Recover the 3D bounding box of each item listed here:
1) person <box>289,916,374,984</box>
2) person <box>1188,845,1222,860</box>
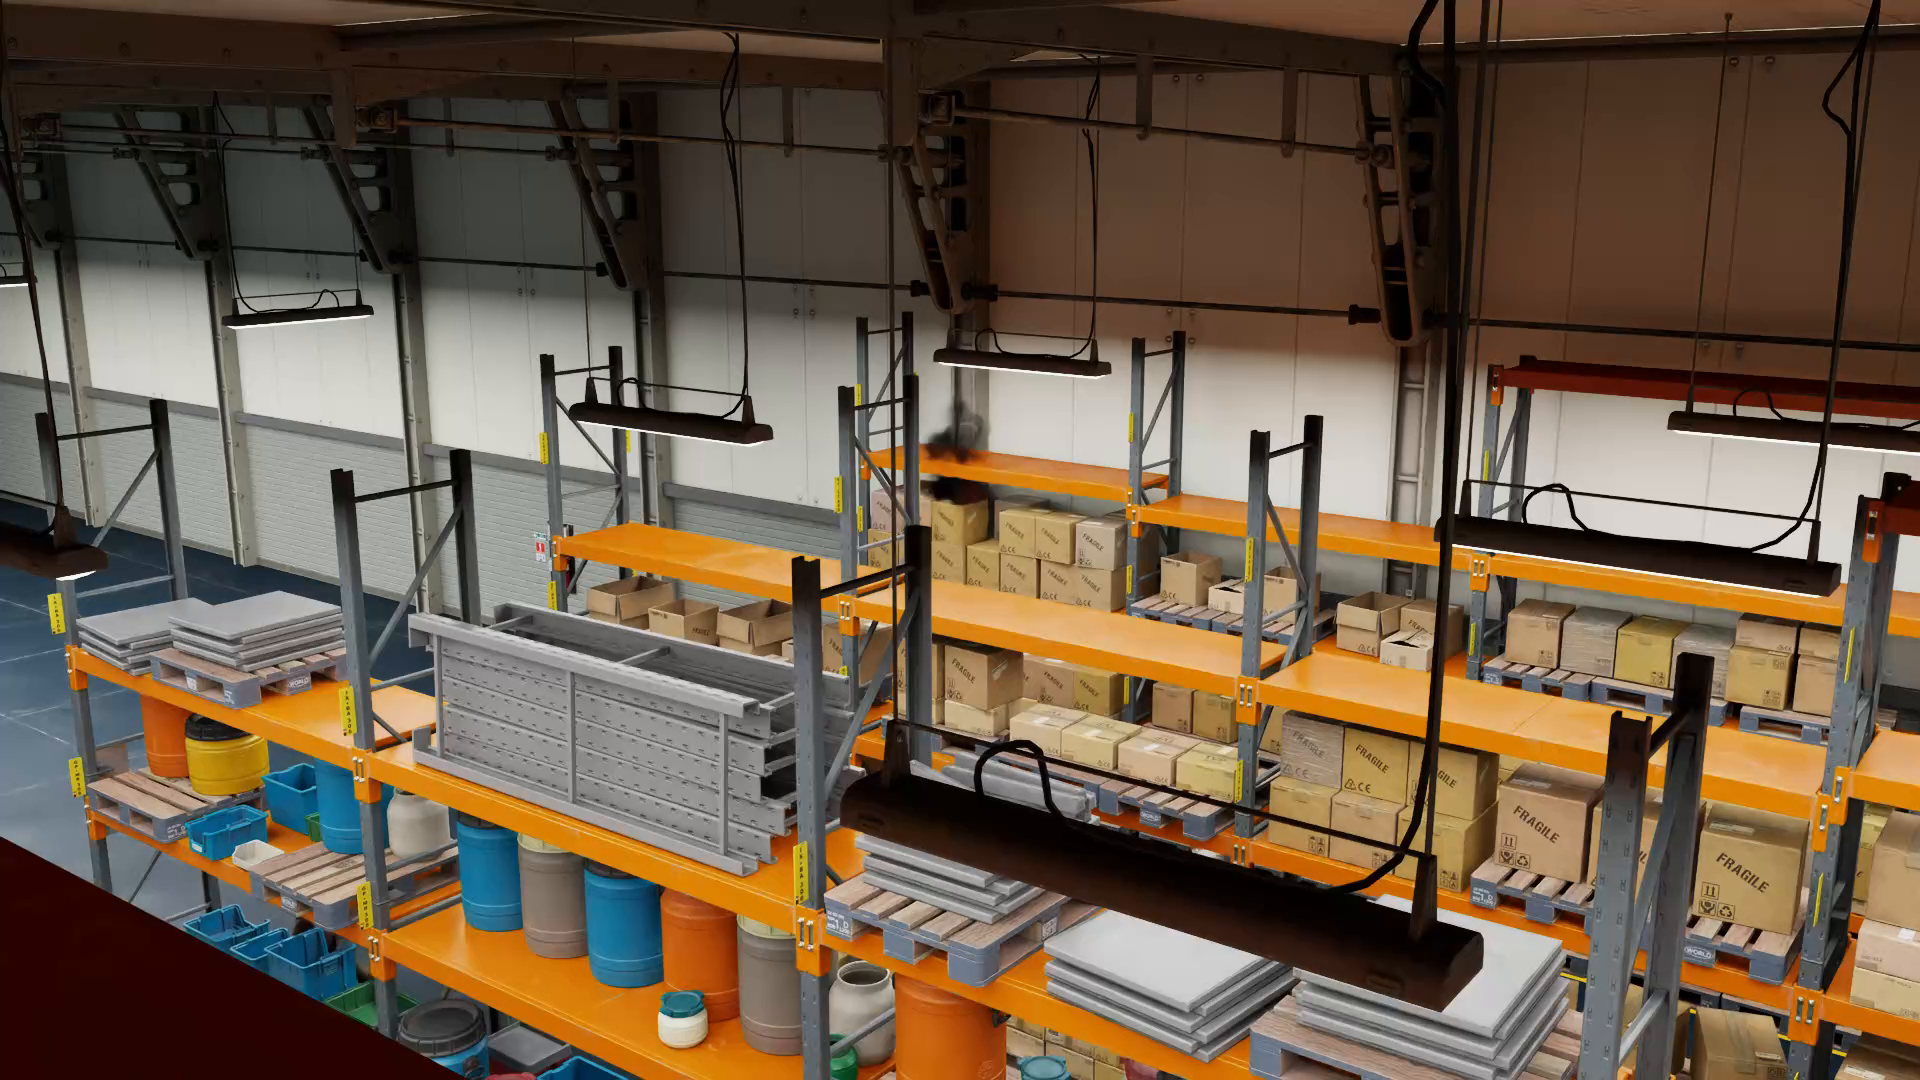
[{"bbox_3d":[-6.000,3.677,15.572,0.846,1.744,0.767,2,13,7],"label":"person"},{"bbox_3d":[2.294,3.541,16.140,0.554,1.744,0.641,9,16,34],"label":"person"}]
